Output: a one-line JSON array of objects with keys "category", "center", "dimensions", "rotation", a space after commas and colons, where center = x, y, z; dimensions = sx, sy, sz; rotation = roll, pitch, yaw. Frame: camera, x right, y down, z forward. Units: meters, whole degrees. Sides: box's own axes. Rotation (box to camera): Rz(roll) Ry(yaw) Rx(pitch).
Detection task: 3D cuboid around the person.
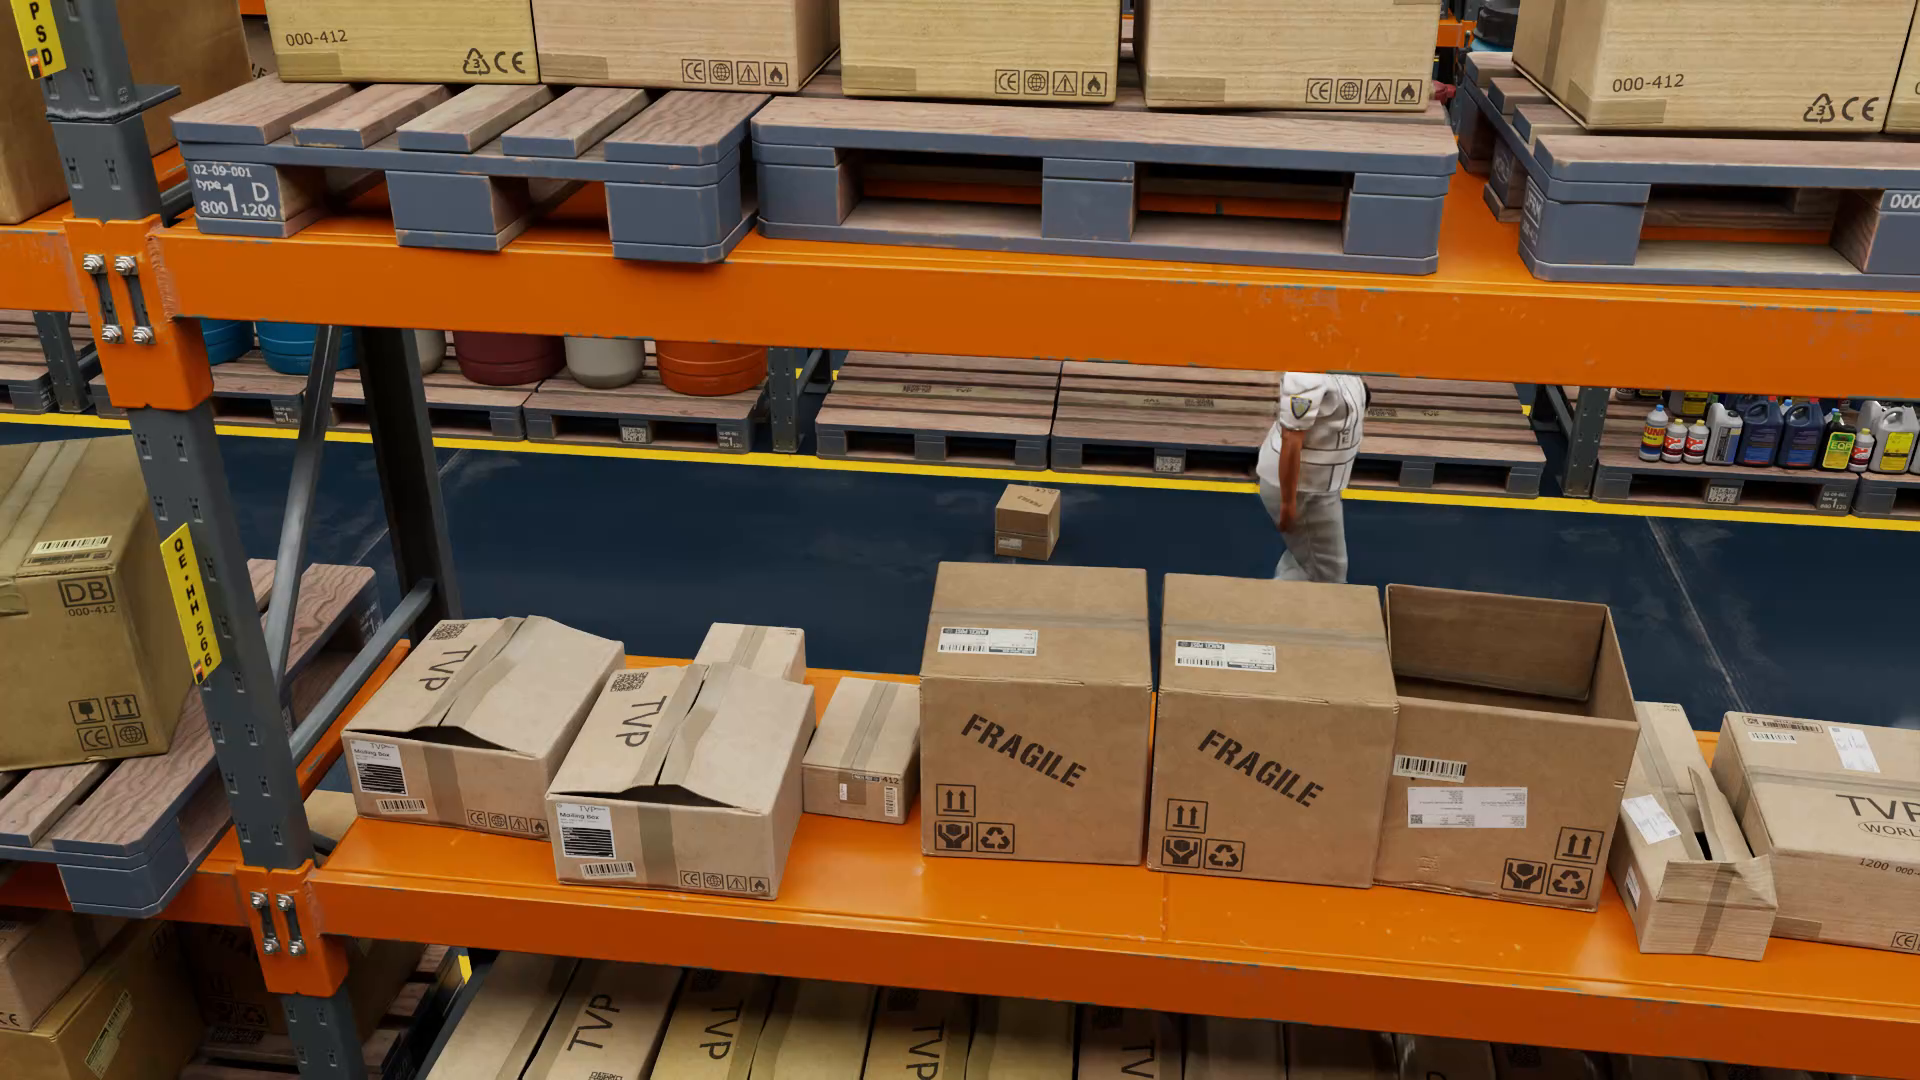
[{"category": "person", "center": [1.319, -0.240, 6.513], "dimensions": [0.484, 1.653, 0.486], "rotation": [8, 30, 15]}]
